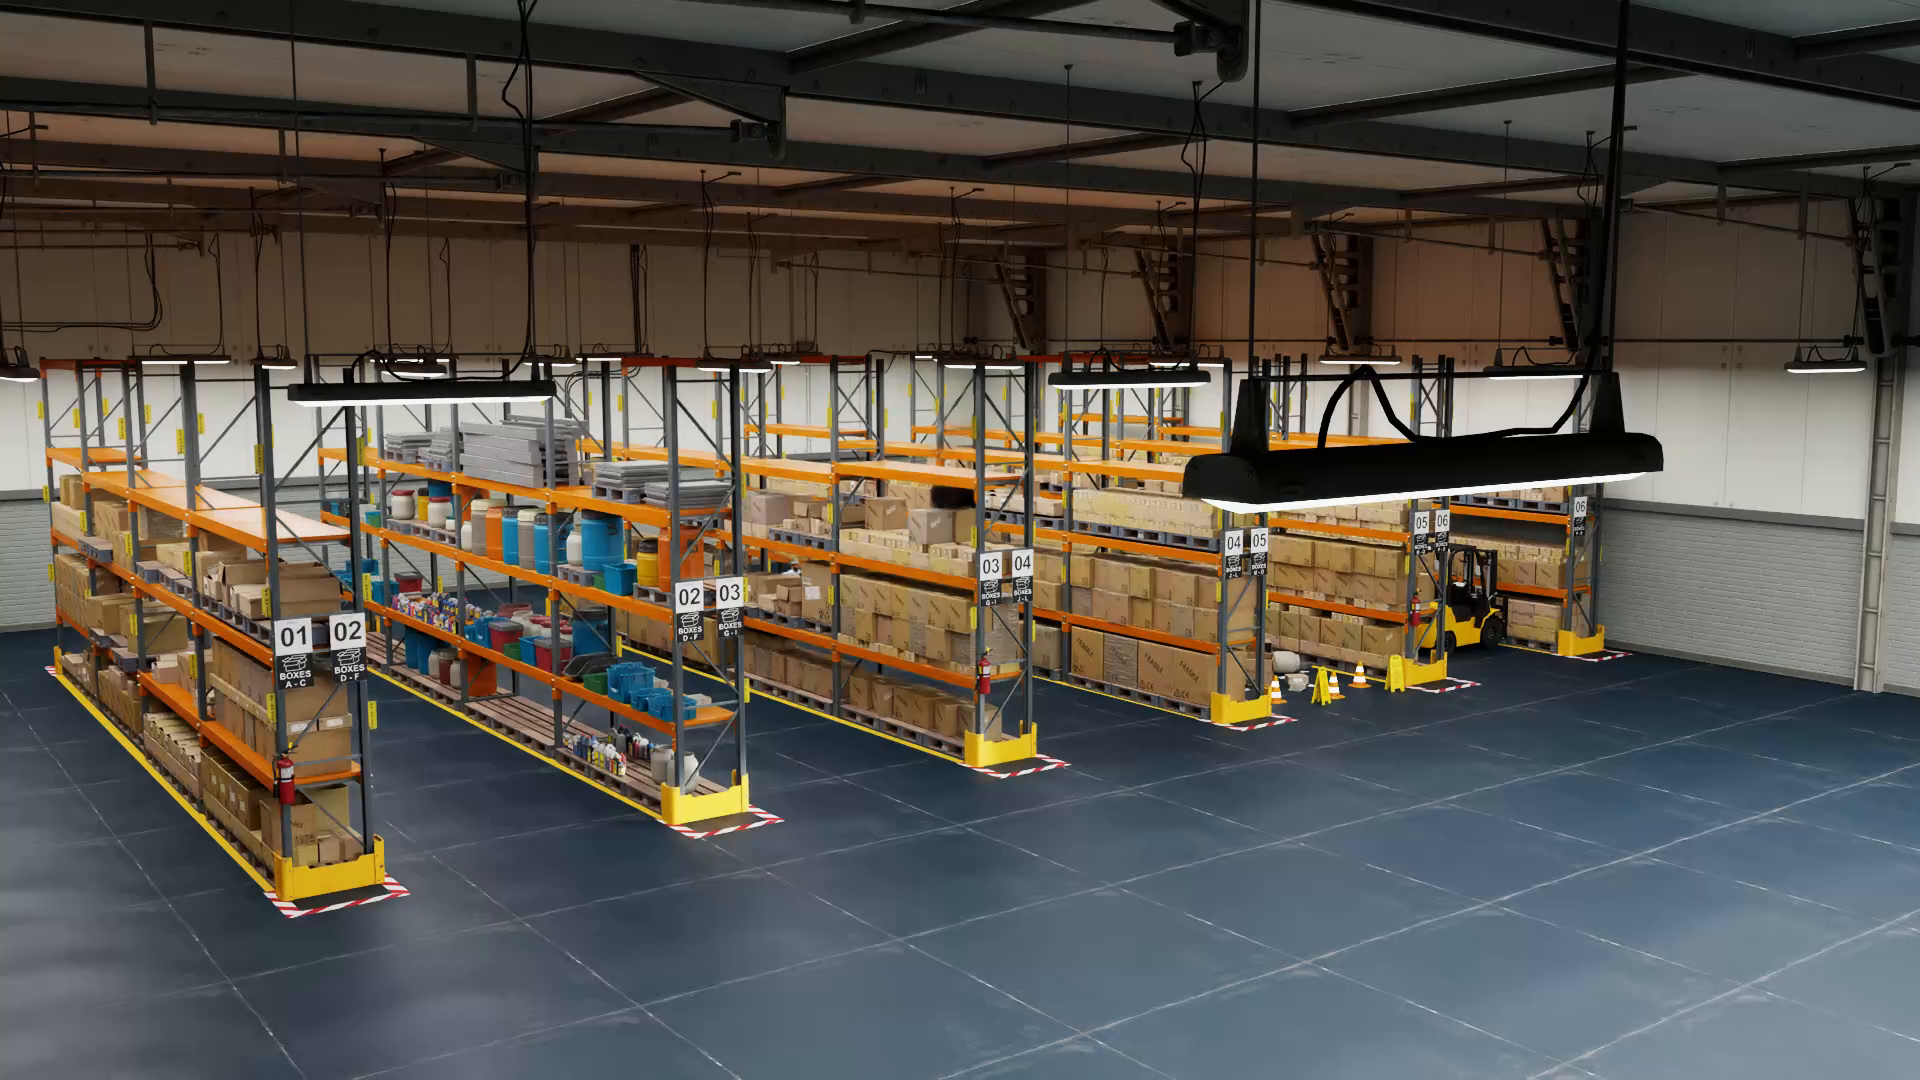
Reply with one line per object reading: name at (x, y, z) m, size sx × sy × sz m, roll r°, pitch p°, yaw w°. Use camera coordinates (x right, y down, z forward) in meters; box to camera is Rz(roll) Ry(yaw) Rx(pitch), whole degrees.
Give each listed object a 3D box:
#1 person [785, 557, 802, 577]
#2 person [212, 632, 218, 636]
person at (-3.578, 1.192, 35.967) m, size 0.571 × 1.659 × 0.623 m, roll -6°, pitch 9°, yaw -40°
person at (-14.124, 1.662, 31.740) m, size 0.635 × 1.750 × 0.642 m, roll 6°, pitch 9°, yaw 40°
